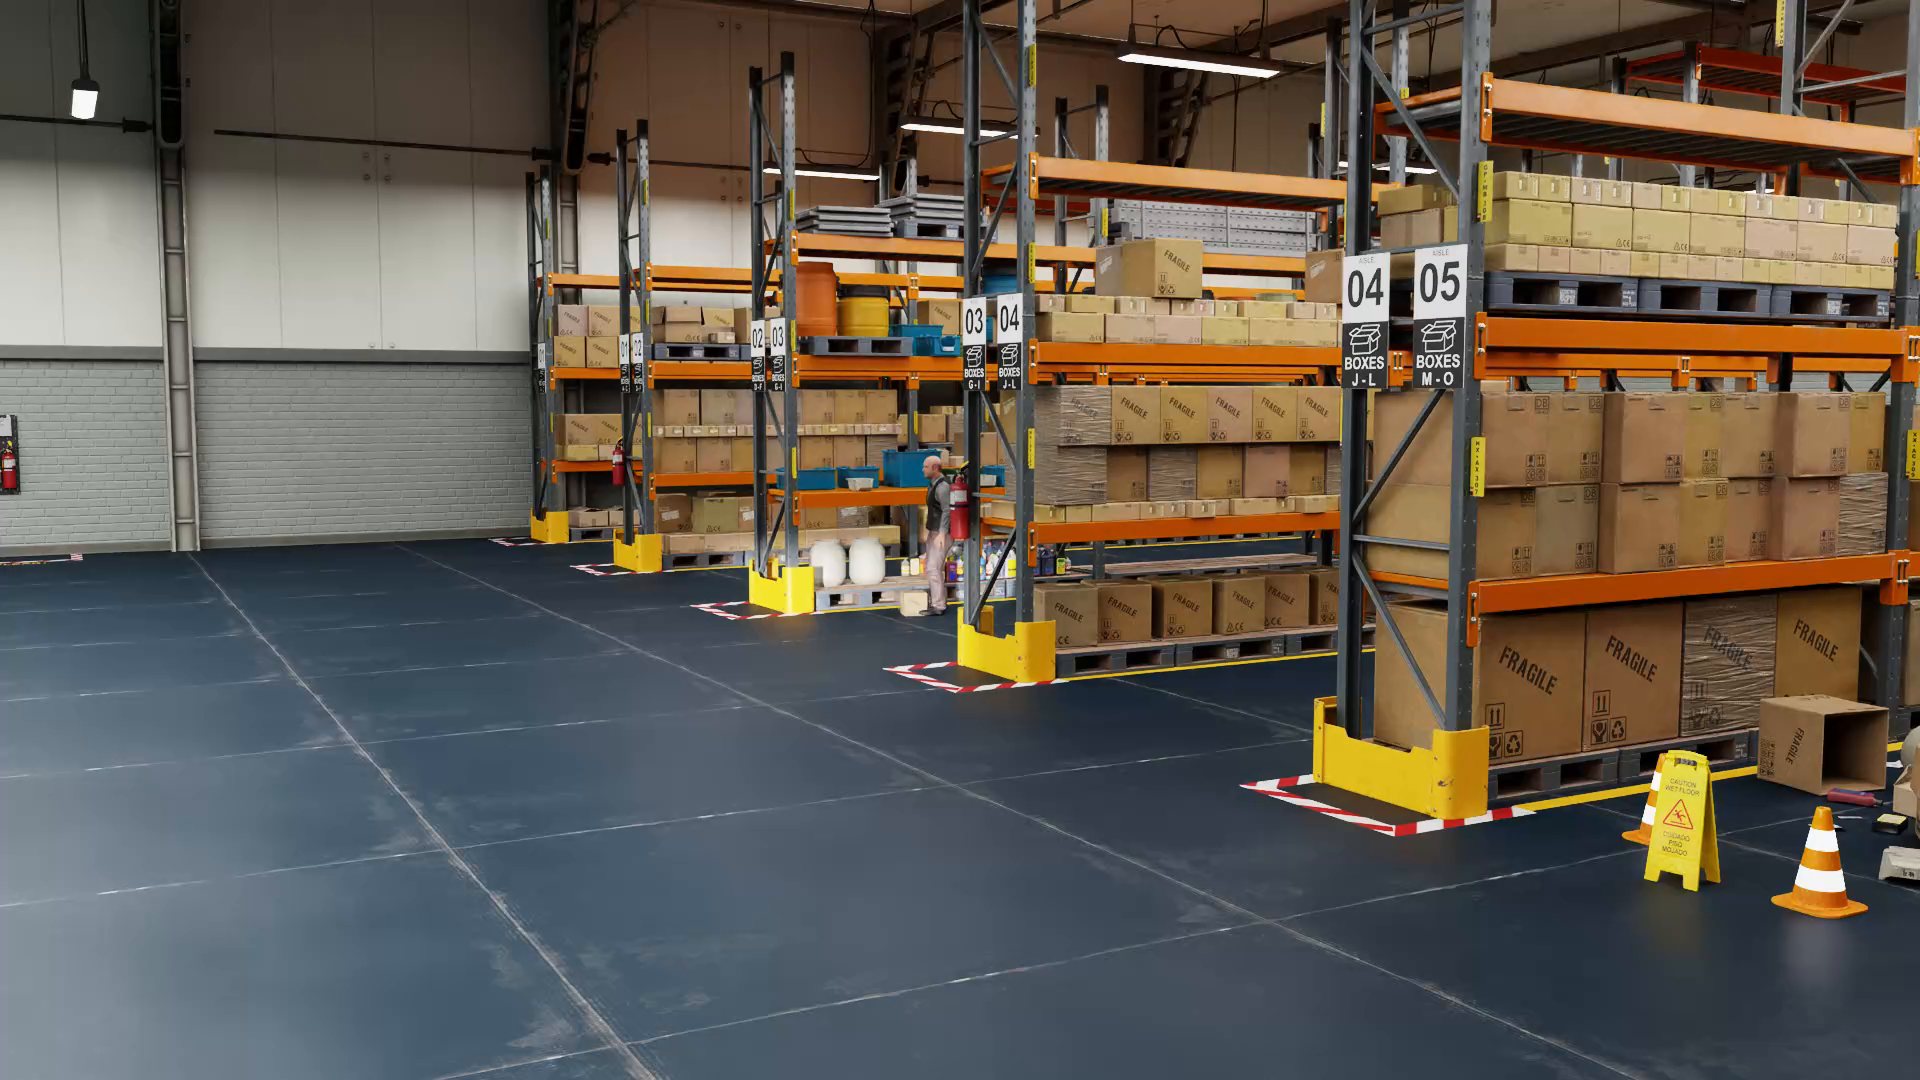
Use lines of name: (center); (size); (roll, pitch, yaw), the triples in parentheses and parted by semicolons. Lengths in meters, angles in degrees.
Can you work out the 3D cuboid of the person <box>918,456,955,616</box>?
person: (-0.246, -0.053, 17.990); (0.475, 1.720, 0.586); (-1, 5, -13)
